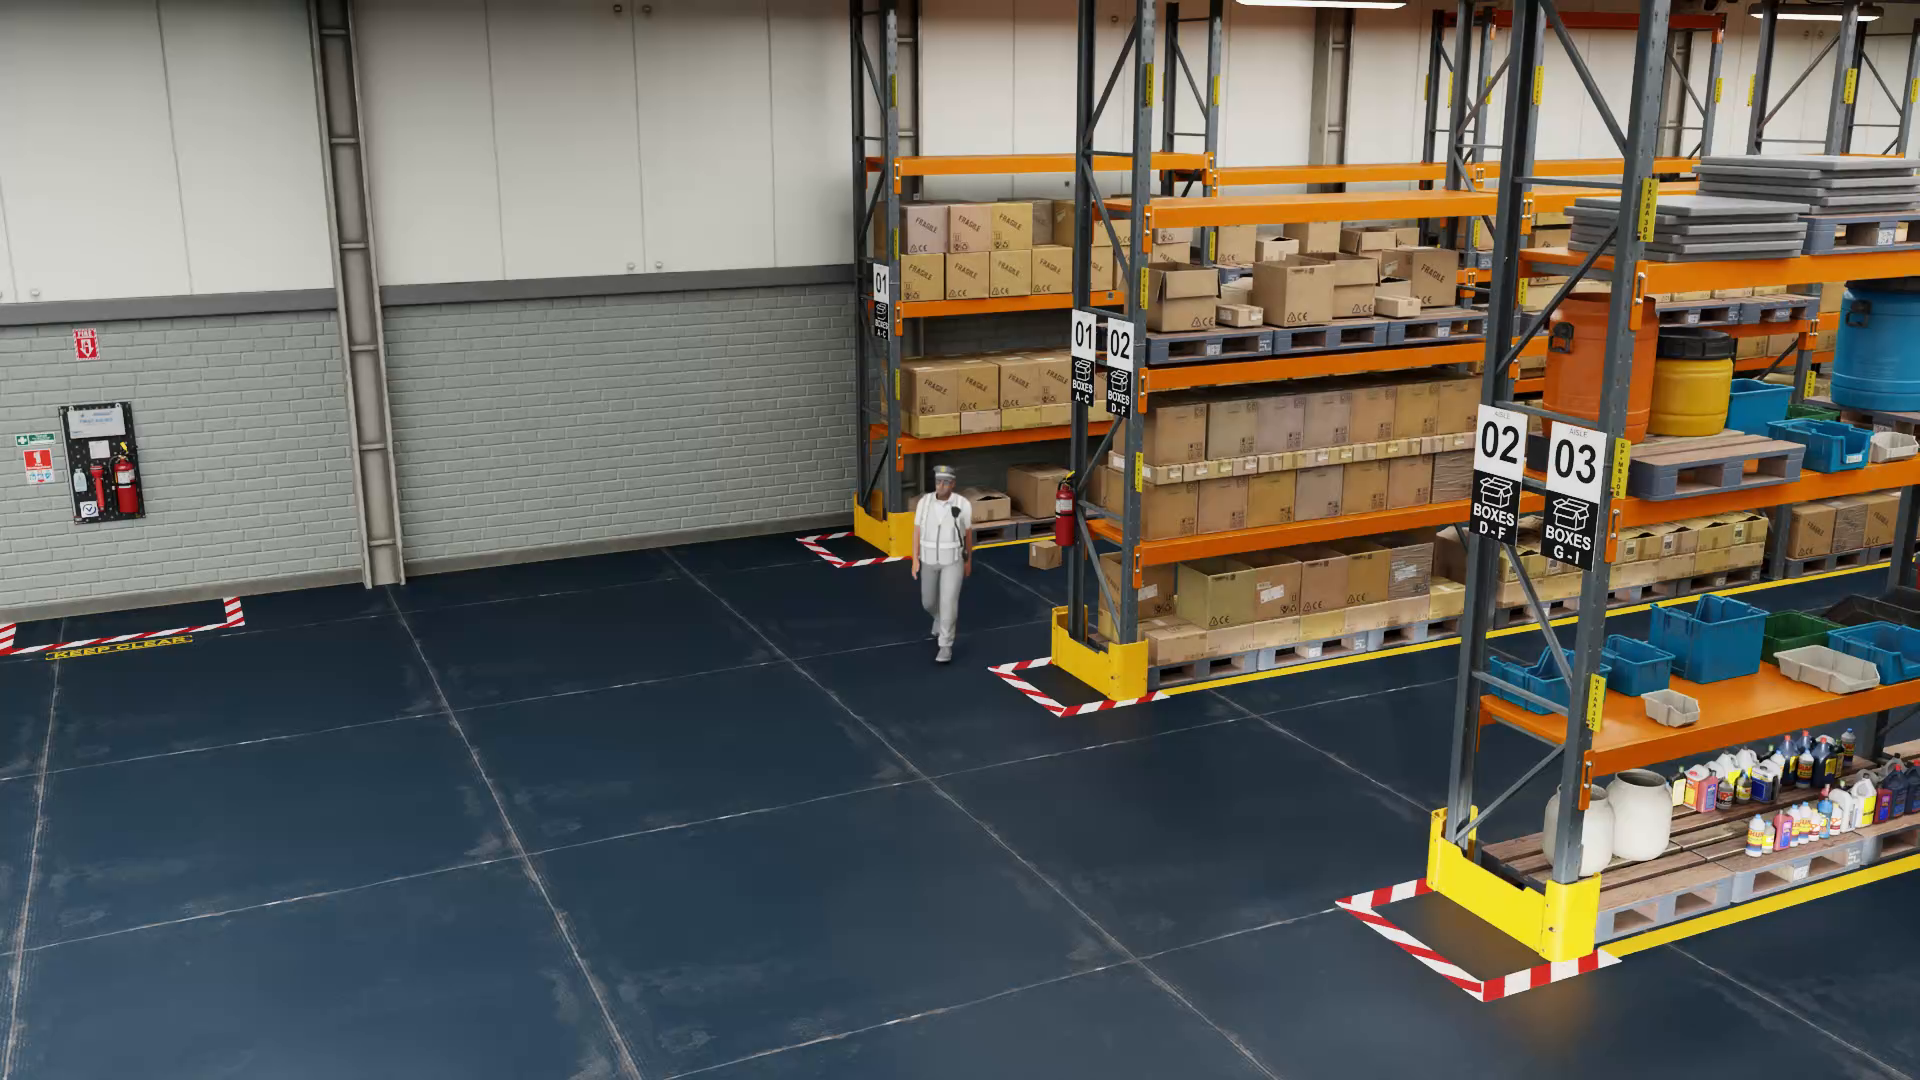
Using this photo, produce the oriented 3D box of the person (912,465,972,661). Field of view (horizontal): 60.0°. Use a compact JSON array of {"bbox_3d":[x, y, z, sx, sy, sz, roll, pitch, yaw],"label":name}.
[{"bbox_3d":[-0.166,0.156,15.171,0.536,1.735,0.924,4,16,13],"label":"person"}]
